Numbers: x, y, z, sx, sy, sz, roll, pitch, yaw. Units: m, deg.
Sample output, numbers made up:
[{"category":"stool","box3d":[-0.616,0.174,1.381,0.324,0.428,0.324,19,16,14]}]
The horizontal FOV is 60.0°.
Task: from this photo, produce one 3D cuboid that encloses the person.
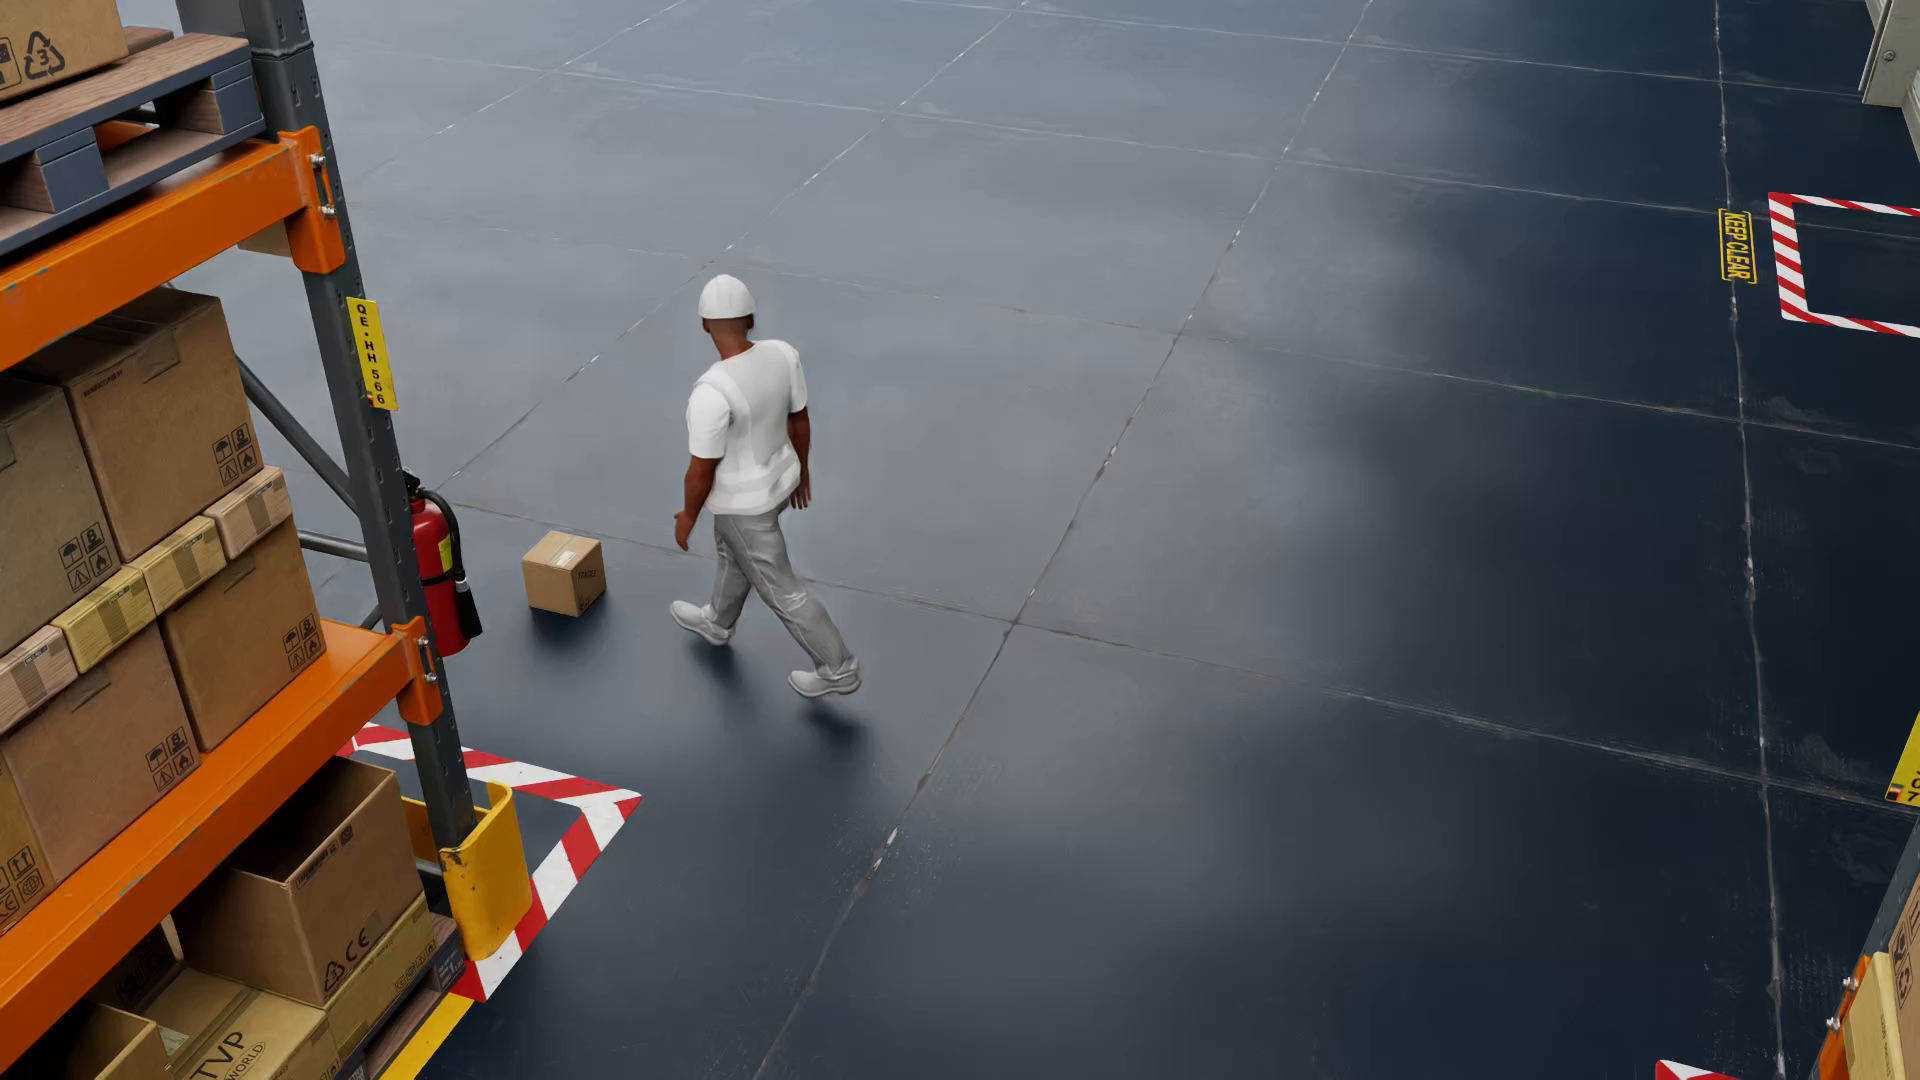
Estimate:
[{"category":"person","box3d":[-0.833,-0.198,6.431,0.999,1.740,0.584,14,36,20]}]
